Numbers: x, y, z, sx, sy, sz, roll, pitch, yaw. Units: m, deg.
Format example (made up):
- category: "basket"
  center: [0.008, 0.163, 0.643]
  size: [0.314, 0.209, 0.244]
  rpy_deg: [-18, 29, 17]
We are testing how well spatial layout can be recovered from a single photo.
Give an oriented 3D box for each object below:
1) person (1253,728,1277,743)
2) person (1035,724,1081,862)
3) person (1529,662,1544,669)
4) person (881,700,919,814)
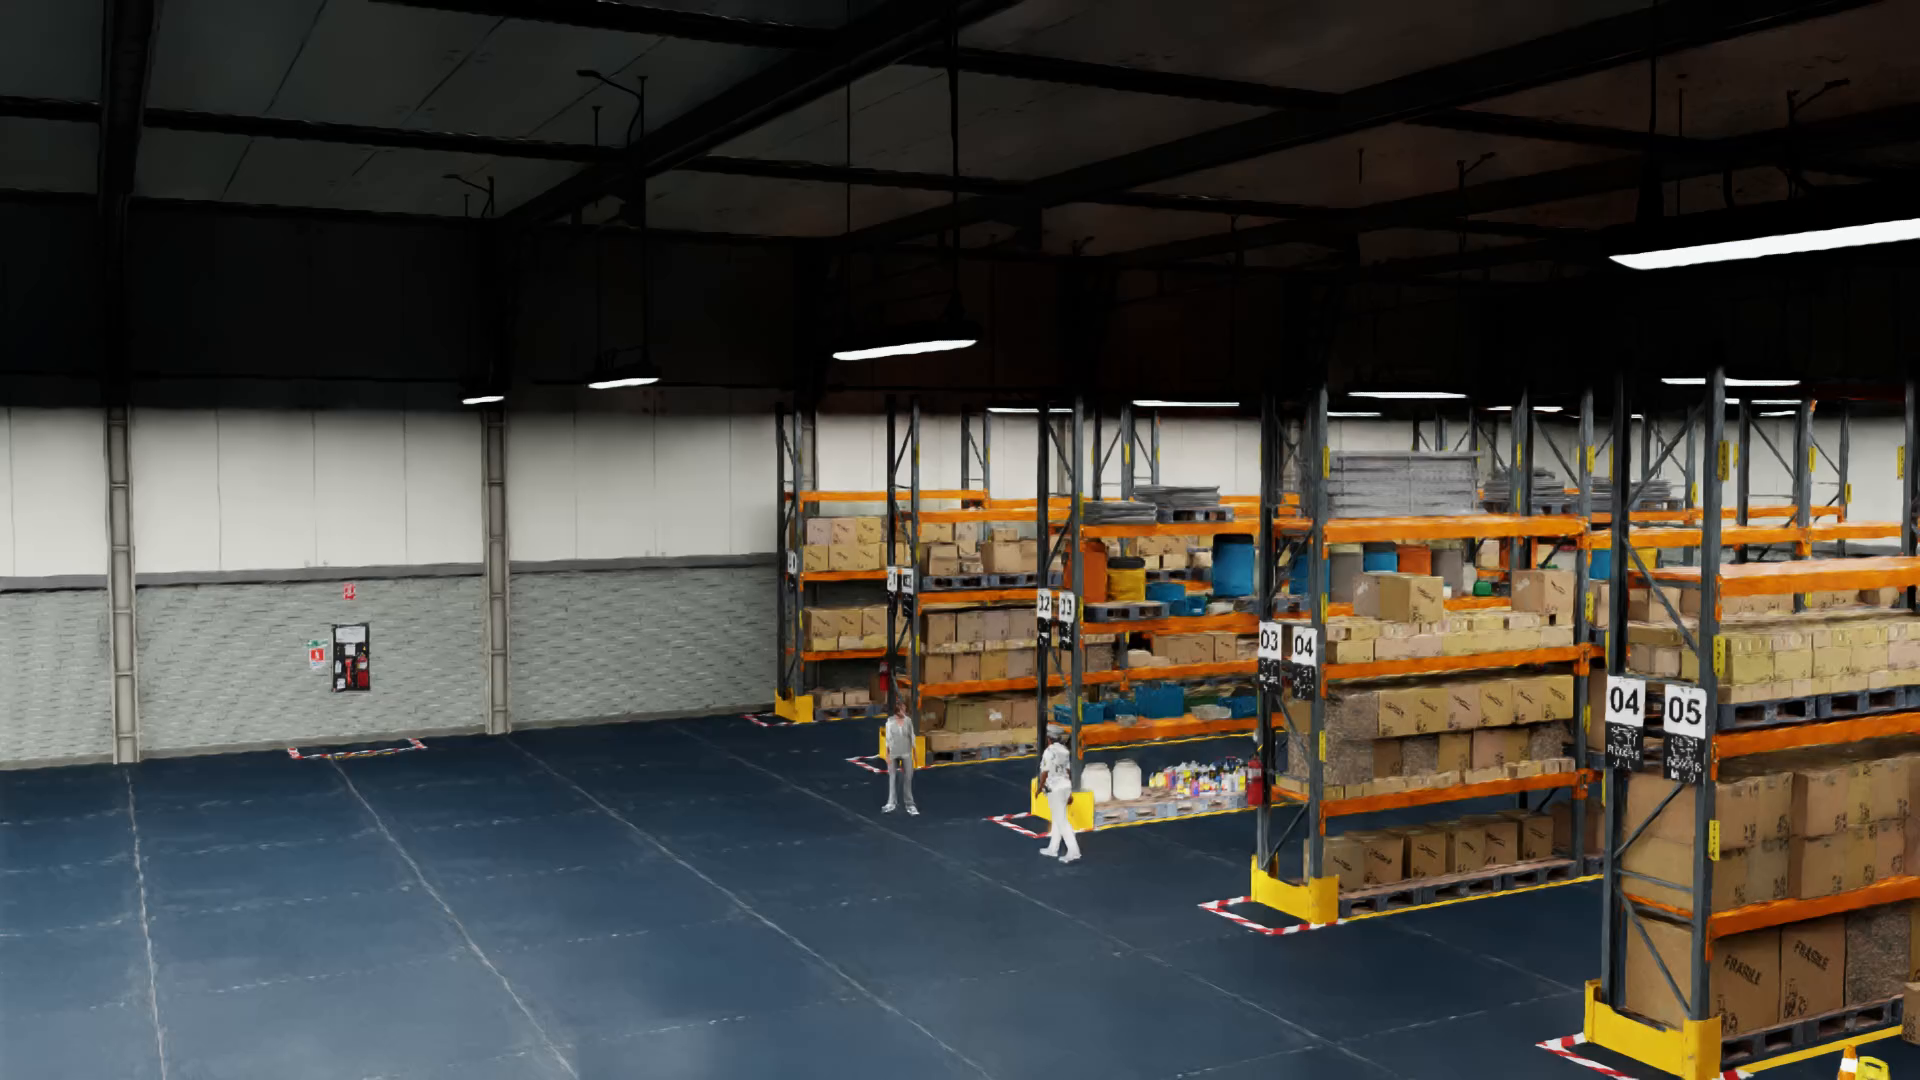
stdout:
- category: "person"
  center: [5.296, 2.699, 28.816]
  size: [0.435, 1.671, 0.492]
  rpy_deg: [3, 4, 38]
- category: "person"
  center: [1.236, 3.158, 20.818]
  size: [0.686, 1.657, 0.488]
  rpy_deg: [2, 4, 36]
- category: "person"
  center: [10.638, 2.587, 30.567]
  size: [0.389, 1.662, 0.557]
  rpy_deg: [3, 4, 40]
- category: "person"
  center: [-0.851, 3.037, 23.354]
  size: [0.515, 1.599, 0.422]
  rpy_deg: [0, 3, -7]
